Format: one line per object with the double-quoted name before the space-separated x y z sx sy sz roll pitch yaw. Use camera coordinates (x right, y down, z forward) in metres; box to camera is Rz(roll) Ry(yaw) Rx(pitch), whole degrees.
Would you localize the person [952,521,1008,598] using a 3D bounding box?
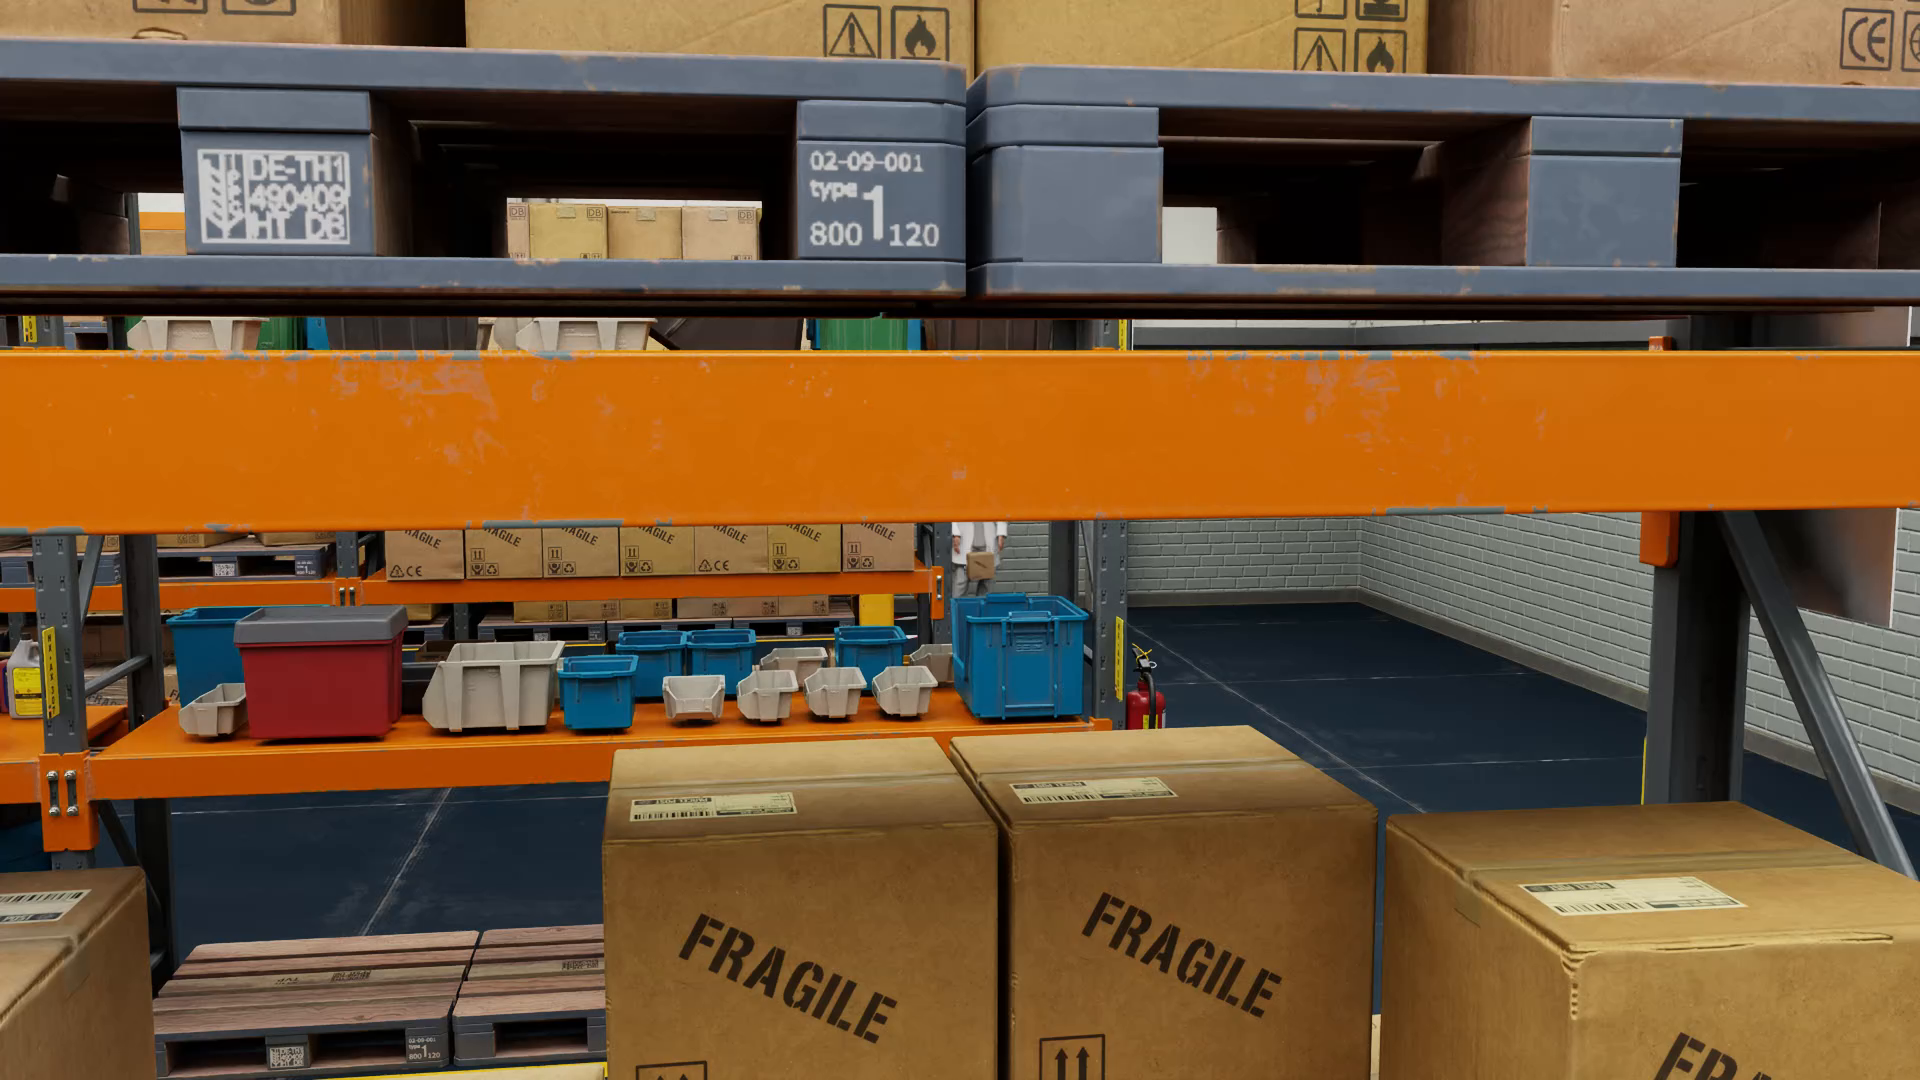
"person" 0.160 0.033 17.098 0.687 1.747 0.502 -1 6 -11
